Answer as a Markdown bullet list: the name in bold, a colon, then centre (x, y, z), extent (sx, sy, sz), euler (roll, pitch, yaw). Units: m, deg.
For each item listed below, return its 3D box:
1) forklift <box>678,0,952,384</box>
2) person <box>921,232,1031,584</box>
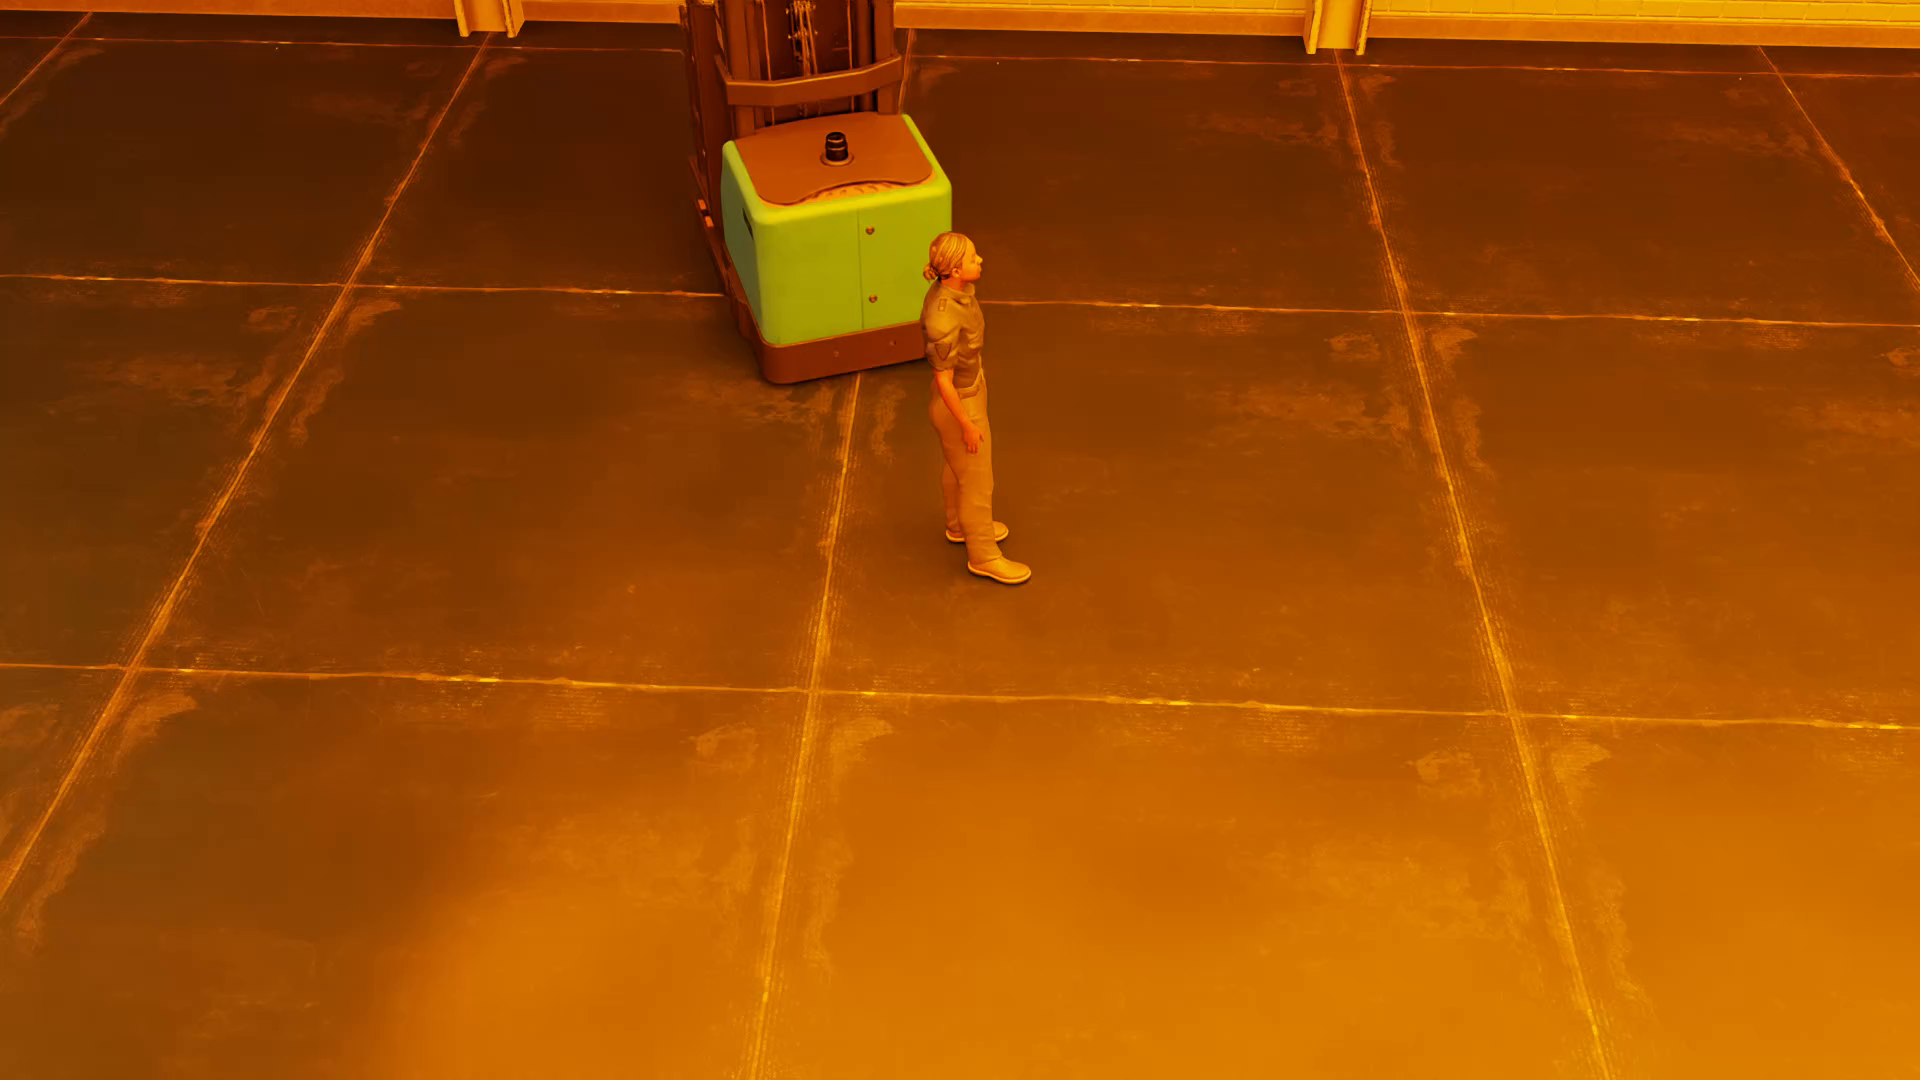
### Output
- **forklift**: centre (-0.961, -2.907, 8.926), extent (1.130, 2.935, 3.031), euler (-12, 44, -13)
- **person**: centre (0.087, -0.601, 7.335), extent (0.503, 1.656, 0.569), euler (2, 42, 2)
